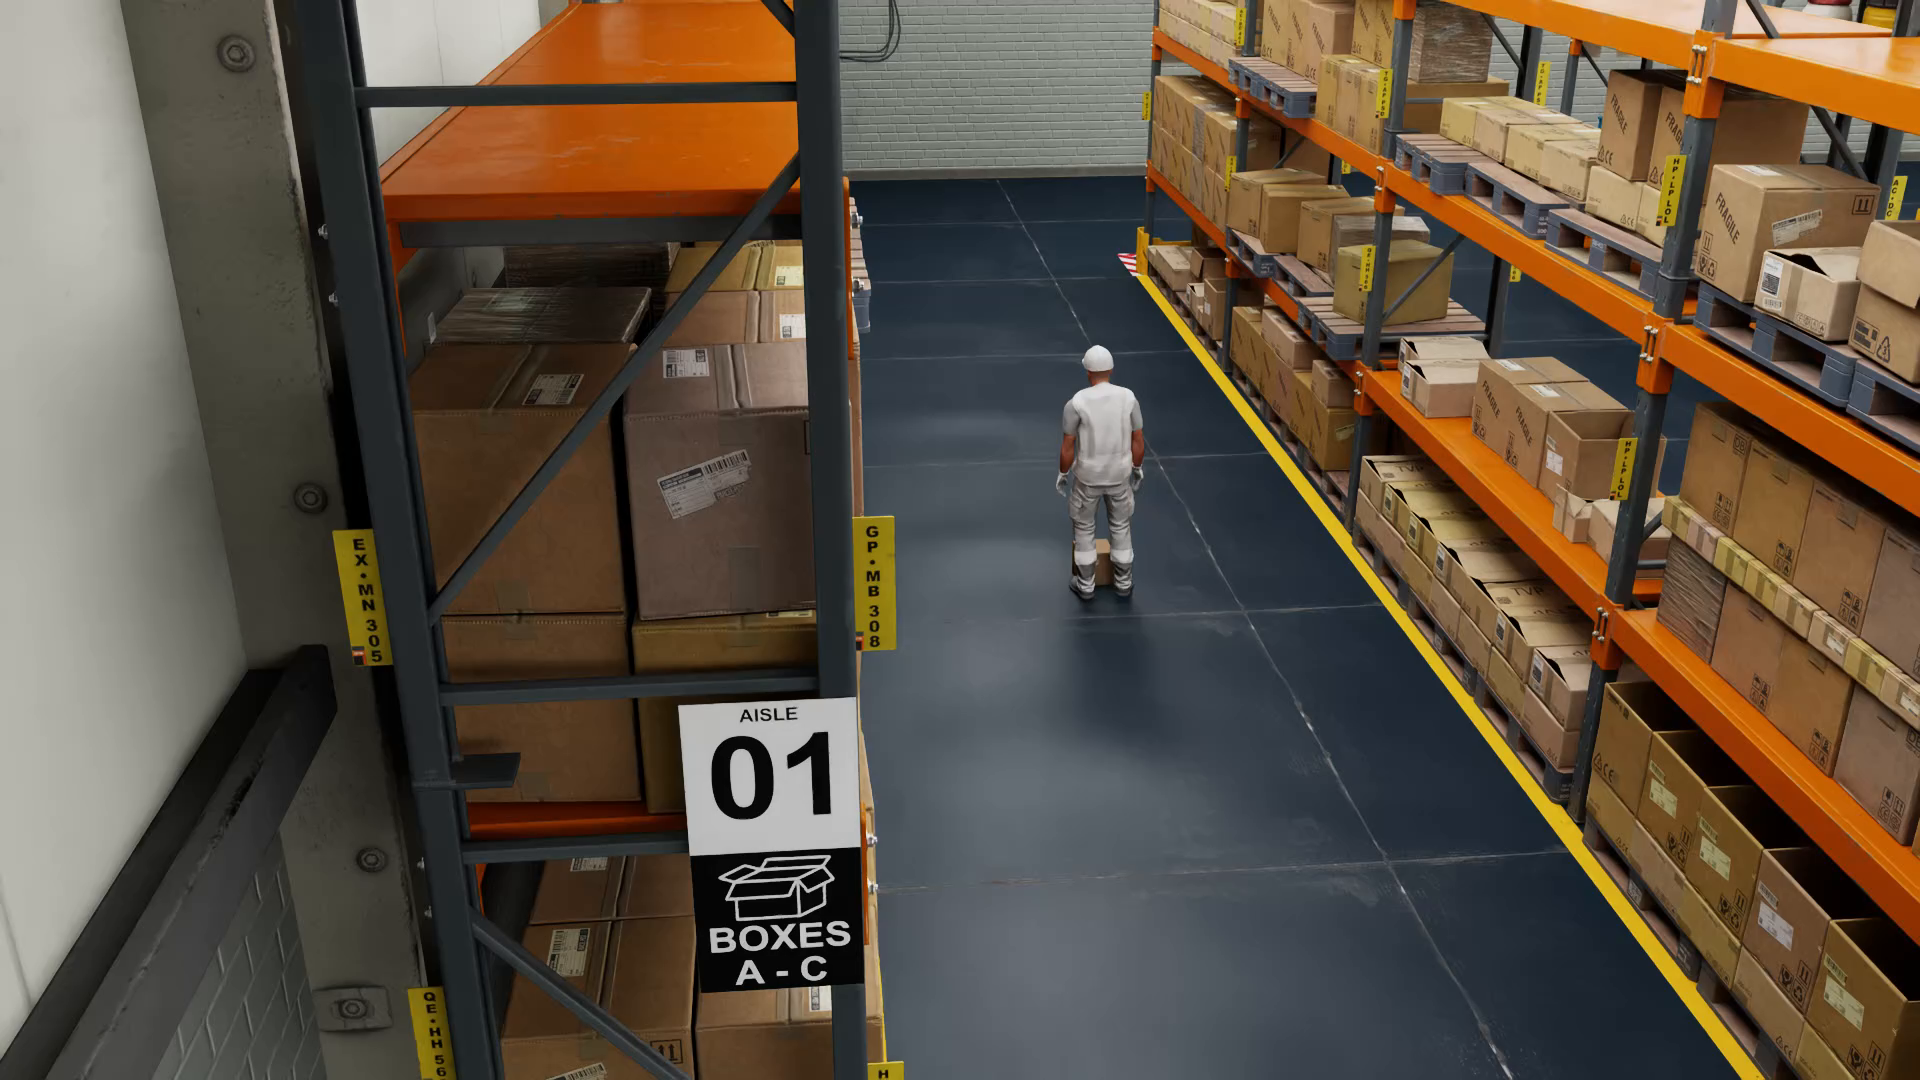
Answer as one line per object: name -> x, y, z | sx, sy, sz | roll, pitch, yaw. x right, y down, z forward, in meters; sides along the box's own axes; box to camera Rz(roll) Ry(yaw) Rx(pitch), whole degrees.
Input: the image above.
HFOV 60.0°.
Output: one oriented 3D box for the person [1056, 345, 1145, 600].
person -> 0.957, -0.449, 11.344 | 0.618, 1.779, 0.452 | -4, 24, -8
